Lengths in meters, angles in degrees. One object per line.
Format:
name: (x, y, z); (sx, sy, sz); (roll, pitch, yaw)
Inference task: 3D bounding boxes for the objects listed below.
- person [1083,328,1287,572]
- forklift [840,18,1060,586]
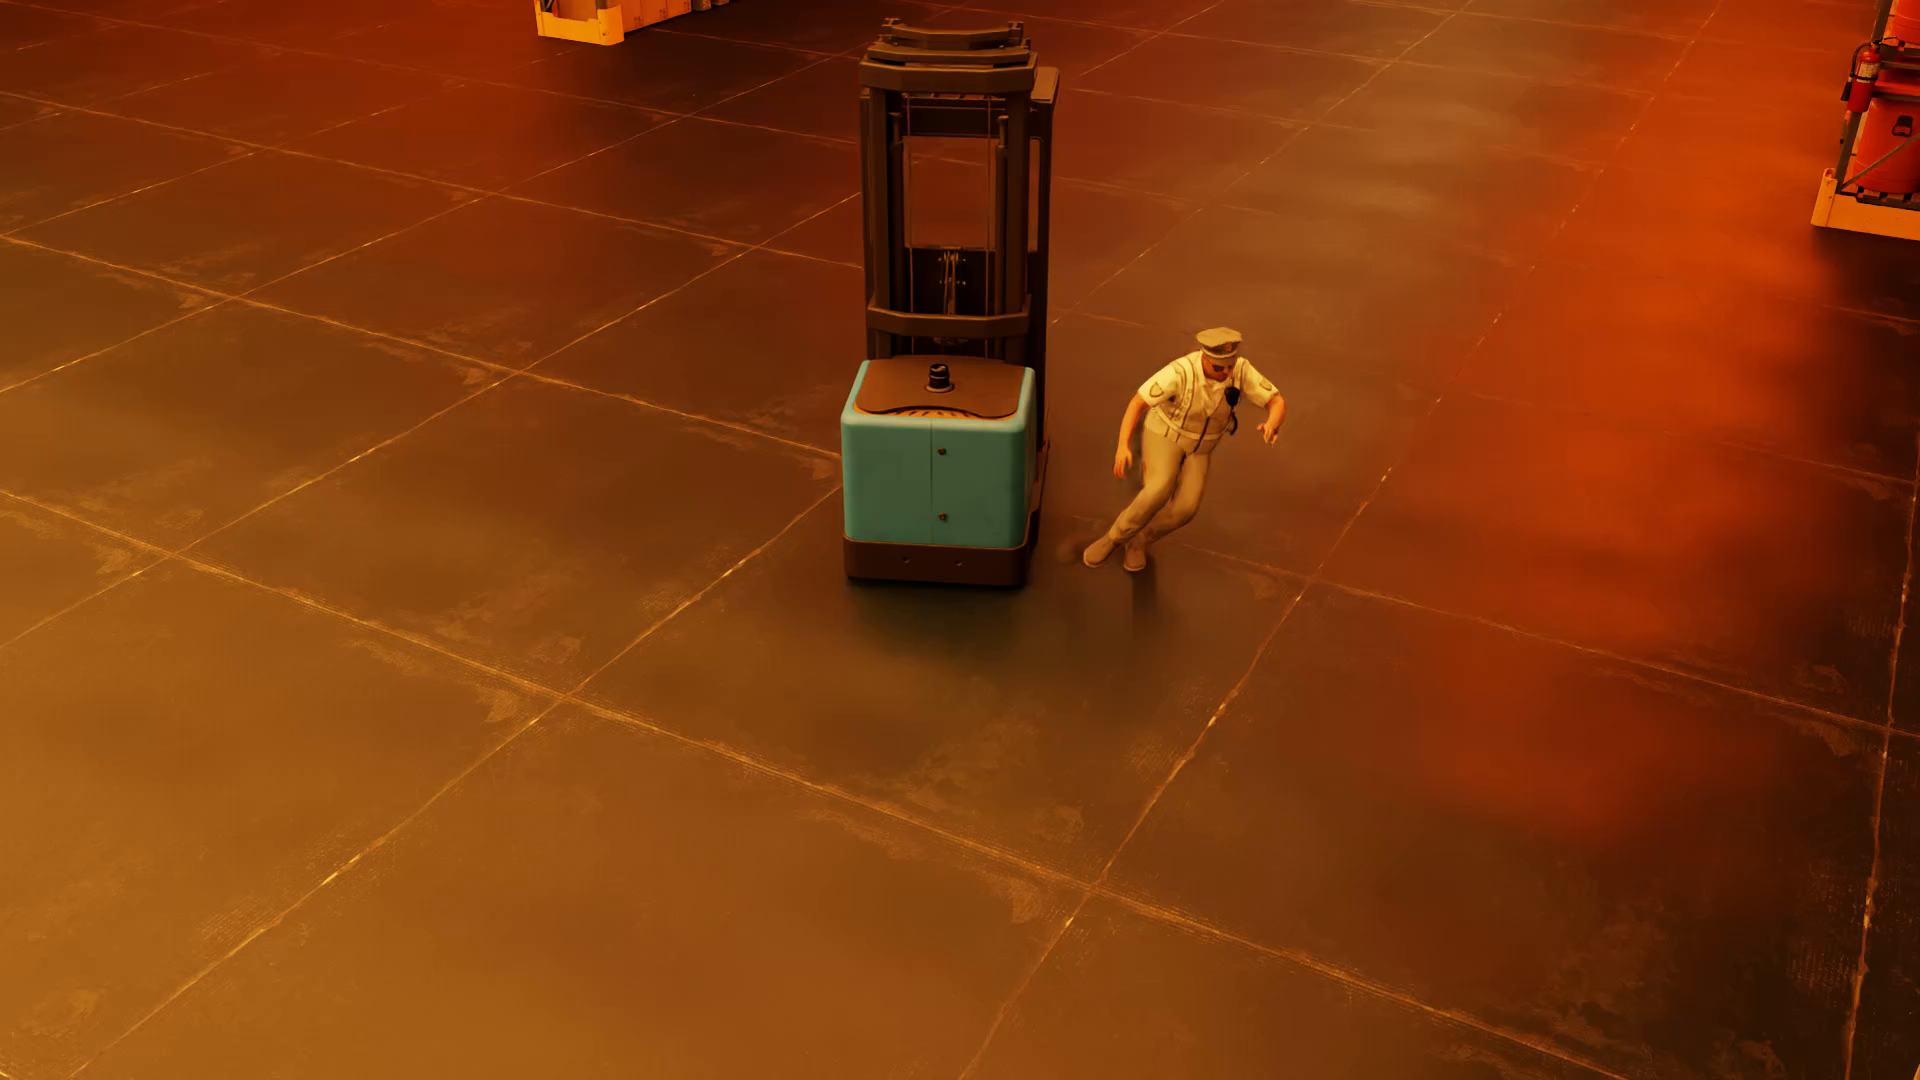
person: (1.252, -0.458, 9.319); (1.080, 1.516, 0.951); (-10, 31, -17)
forklift: (0.005, -1.720, 10.051); (1.130, 2.935, 3.031); (3, 30, 5)
